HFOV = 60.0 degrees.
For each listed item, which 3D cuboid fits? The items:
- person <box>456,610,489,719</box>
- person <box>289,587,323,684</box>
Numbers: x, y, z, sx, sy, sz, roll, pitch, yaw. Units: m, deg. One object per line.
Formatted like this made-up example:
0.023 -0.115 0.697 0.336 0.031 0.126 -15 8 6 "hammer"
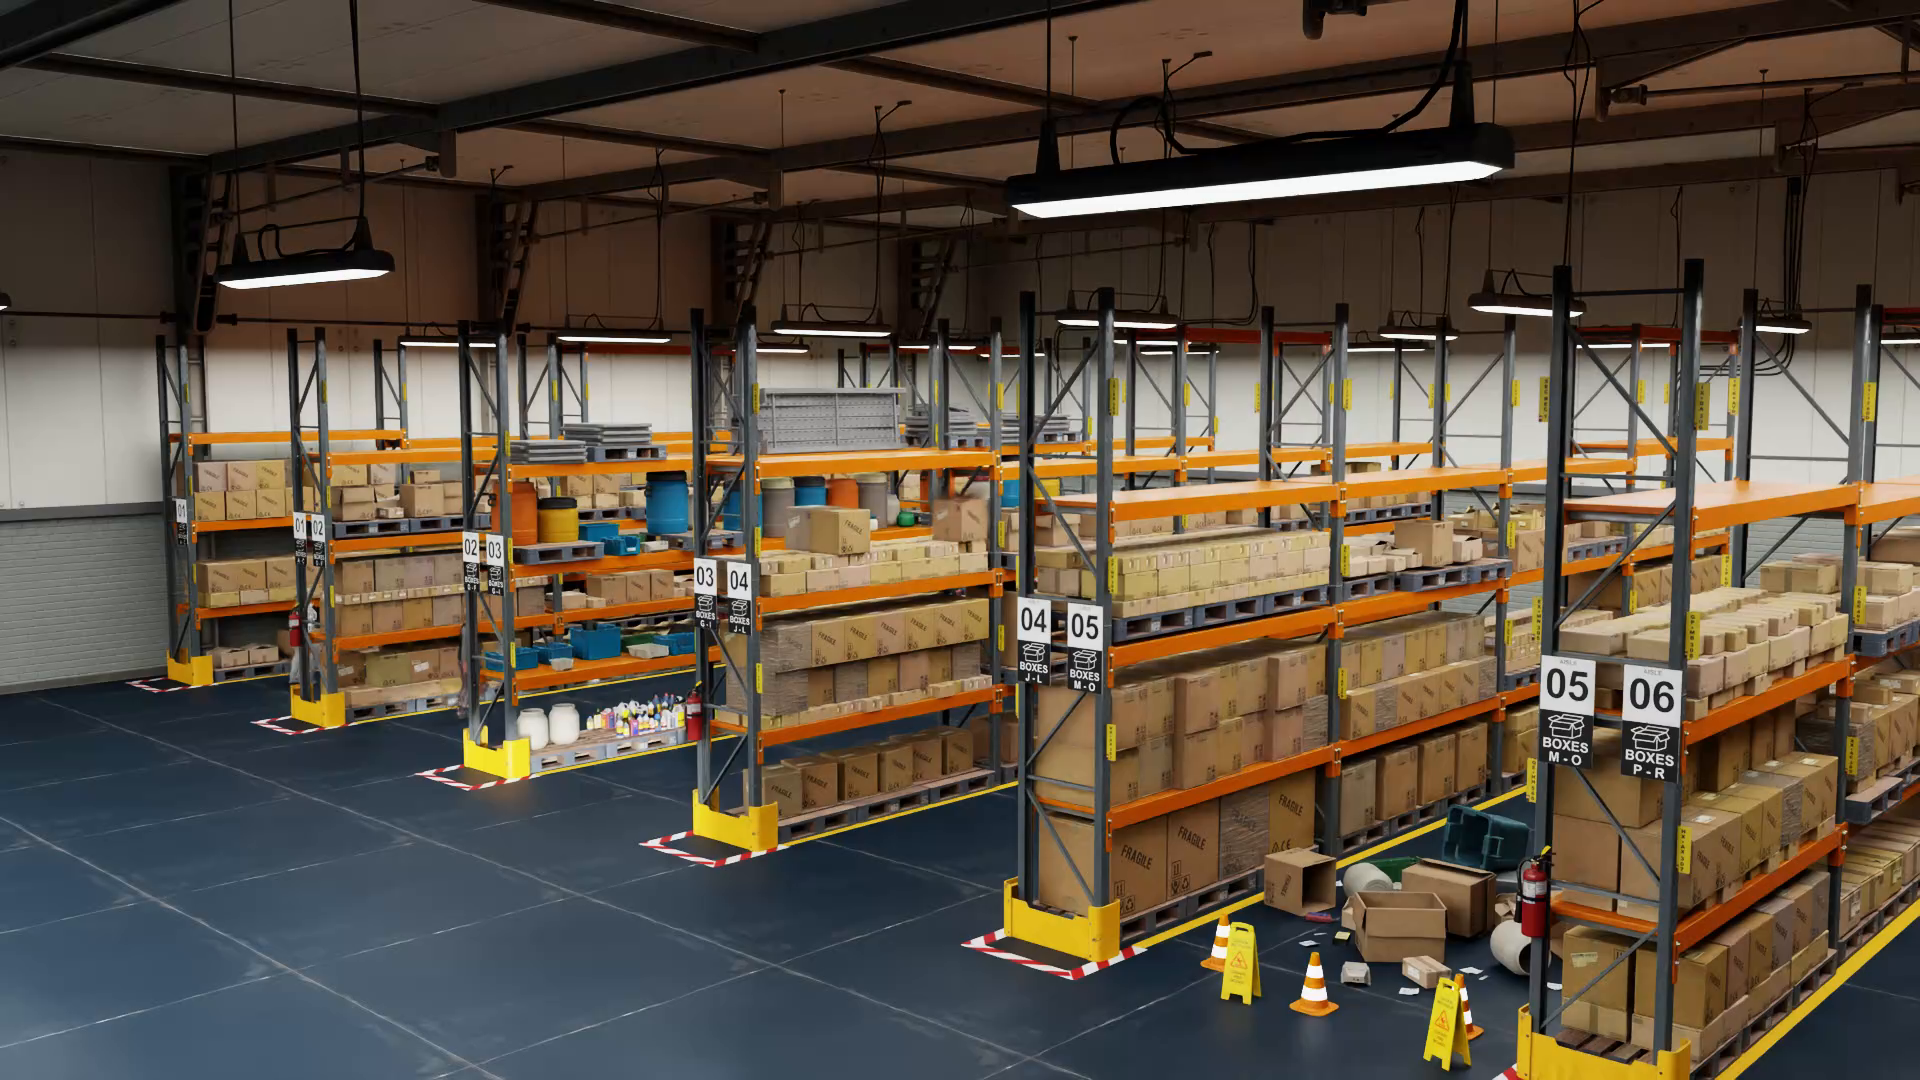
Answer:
-7.564 1.893 25.664 0.464 1.709 0.569 -4 6 -34 "person"
-11.321 1.650 28.720 0.539 1.674 0.512 -4 7 -35 "person"
